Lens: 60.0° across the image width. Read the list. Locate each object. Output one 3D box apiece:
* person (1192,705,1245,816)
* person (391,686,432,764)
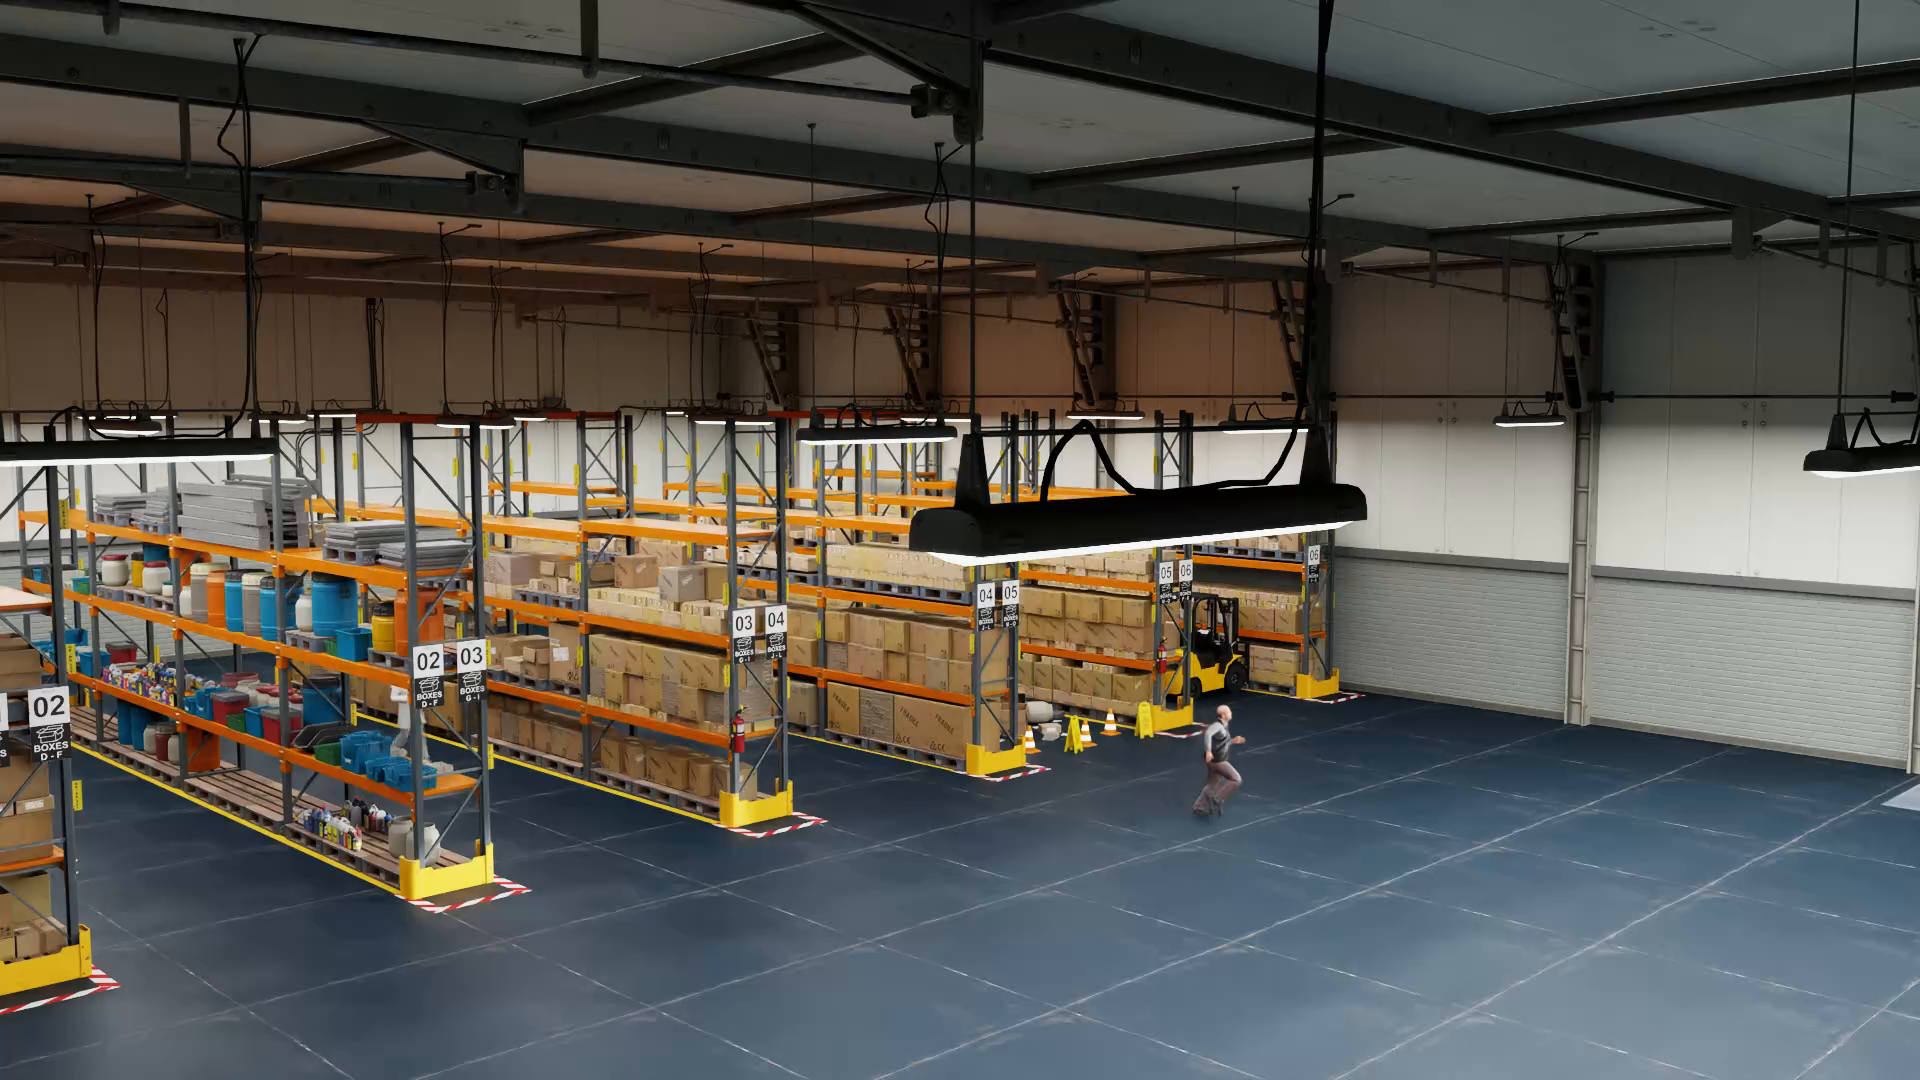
[{"bbox_3d":[3.877,3.308,24.883,0.782,1.673,0.688,0,5,4],"label":"person"},{"bbox_3d":[-9.378,2.953,28.329,1.034,1.771,0.709,3,6,34],"label":"person"}]
